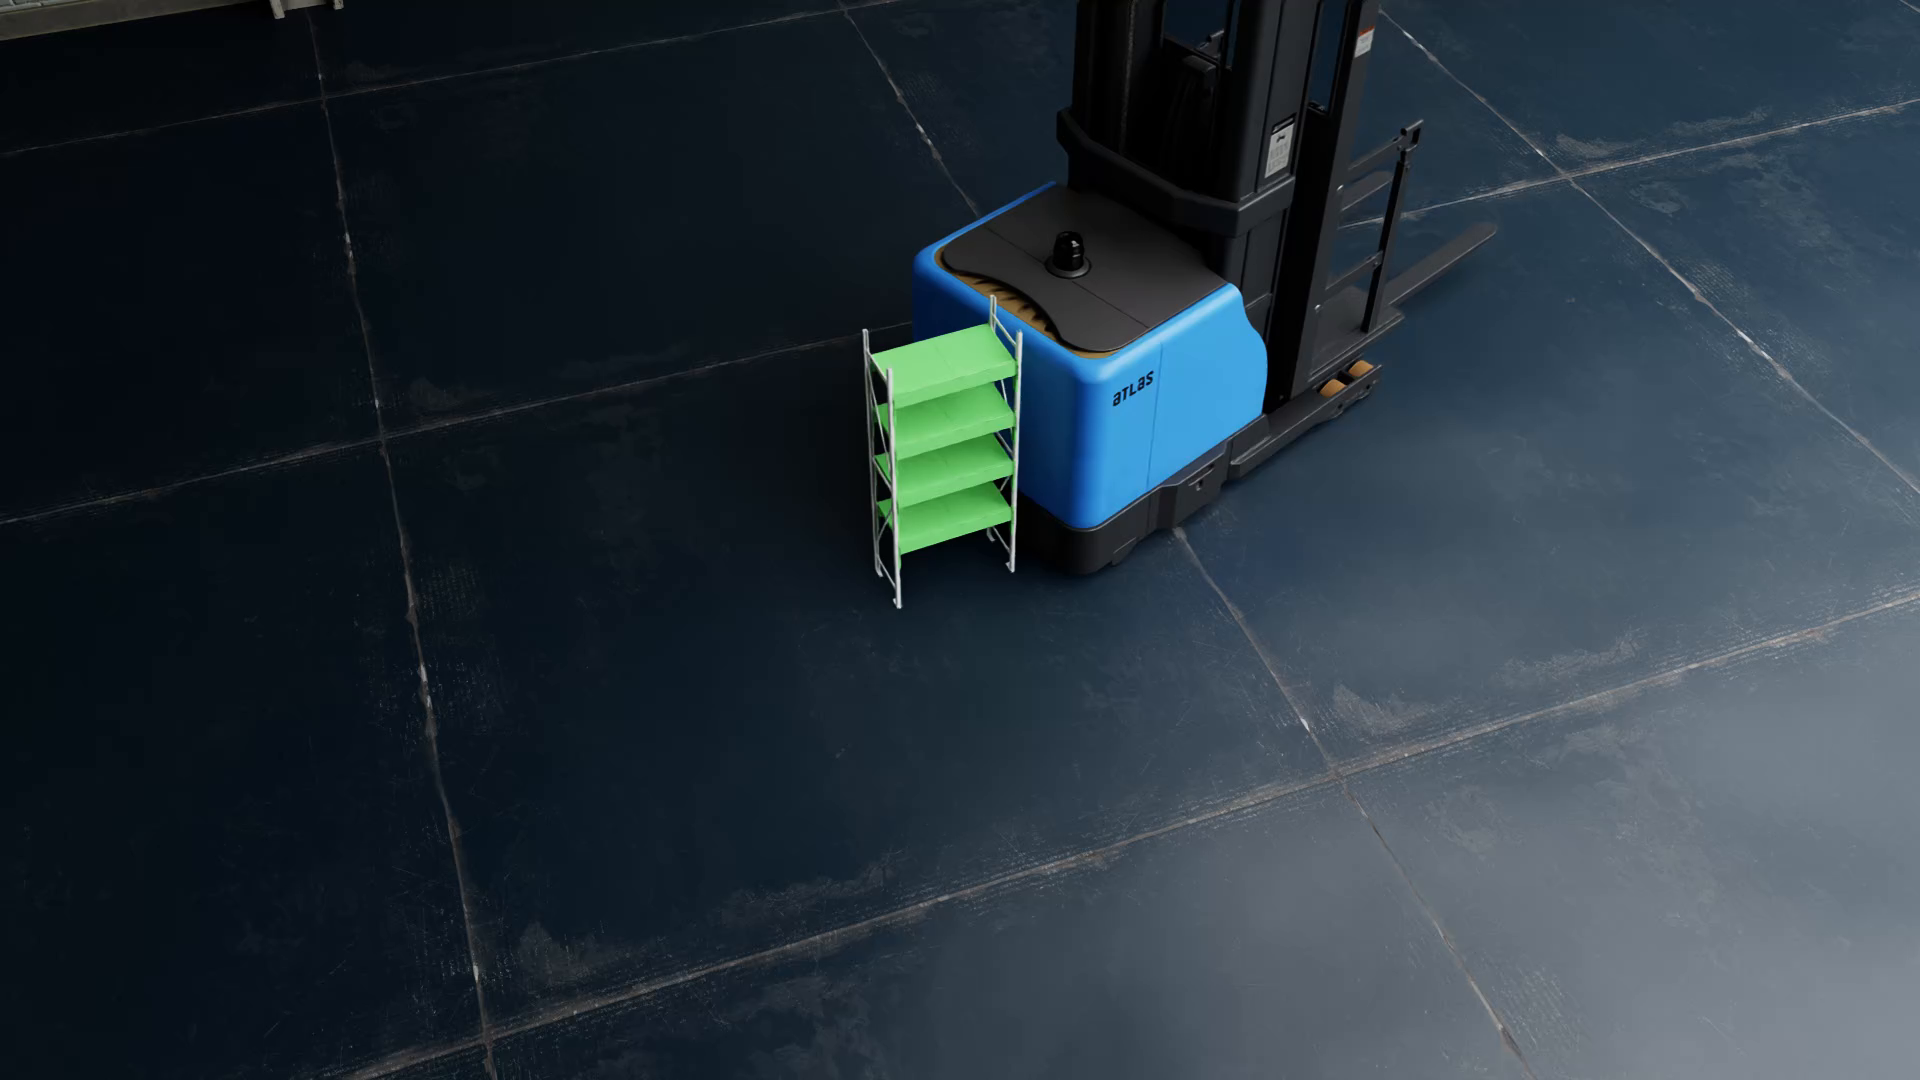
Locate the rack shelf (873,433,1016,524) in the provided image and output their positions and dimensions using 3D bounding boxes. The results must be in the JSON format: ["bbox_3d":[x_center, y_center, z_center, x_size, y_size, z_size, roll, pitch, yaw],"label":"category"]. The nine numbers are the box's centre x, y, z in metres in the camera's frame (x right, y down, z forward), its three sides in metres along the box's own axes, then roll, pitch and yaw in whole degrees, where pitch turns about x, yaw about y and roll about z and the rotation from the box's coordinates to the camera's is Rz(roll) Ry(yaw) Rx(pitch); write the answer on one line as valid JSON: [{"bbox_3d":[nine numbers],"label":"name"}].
[{"bbox_3d":[-0.062,-0.257,6.249,0.480,0.148,0.258,-17,48,-17],"label":"rack shelf"}]

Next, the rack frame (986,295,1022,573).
[{"bbox_3d":[0.161,-0.372,6.274,0.015,1.200,0.240,-17,48,-17],"label":"rack frame"}]

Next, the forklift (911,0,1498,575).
[{"bbox_3d":[1.224,-1.815,6.490,3.031,2.935,1.130,-33,54,-29],"label":"forklift"}]

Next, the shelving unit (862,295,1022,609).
[{"bbox_3d":[-0.062,-0.302,6.204,0.503,1.200,0.258,-17,48,-17],"label":"shelving unit"}]

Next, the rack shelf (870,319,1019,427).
[{"bbox_3d":[-0.062,-0.596,5.909,0.480,0.148,0.258,-17,48,-17],"label":"rack shelf"}]

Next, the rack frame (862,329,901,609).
[{"bbox_3d":[-0.285,-0.232,6.134,0.015,1.200,0.240,-17,48,-17],"label":"rack frame"}]

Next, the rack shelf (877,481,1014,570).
[{"bbox_3d":[-0.062,-0.088,6.419,0.480,0.148,0.258,-17,48,-17],"label":"rack shelf"}]

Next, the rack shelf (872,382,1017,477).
[{"bbox_3d":[-0.062,-0.427,6.079,0.480,0.148,0.258,-17,48,-17],"label":"rack shelf"}]
